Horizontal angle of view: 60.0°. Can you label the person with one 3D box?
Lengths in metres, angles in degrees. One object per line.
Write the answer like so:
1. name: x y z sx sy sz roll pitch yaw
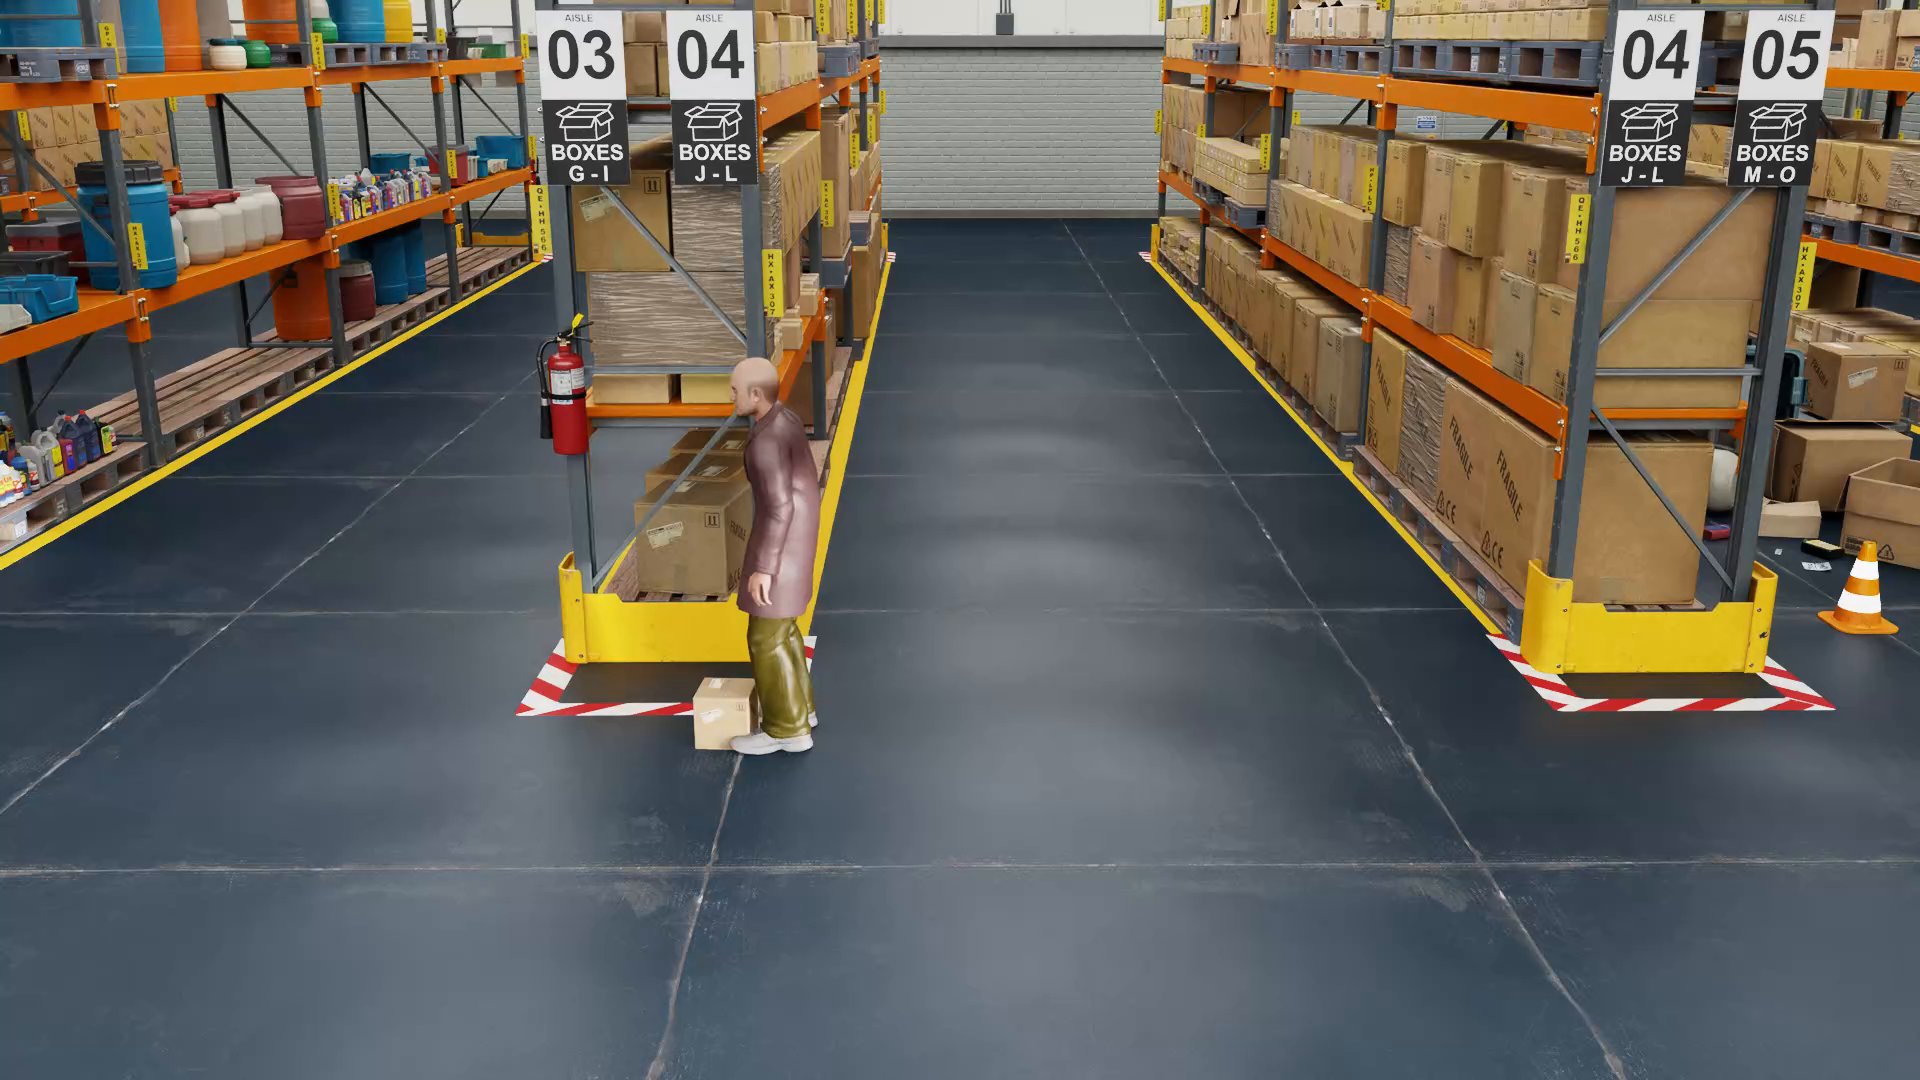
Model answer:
1. person: -0.827 0.062 7.364 0.423 1.774 0.642 1 17 4
